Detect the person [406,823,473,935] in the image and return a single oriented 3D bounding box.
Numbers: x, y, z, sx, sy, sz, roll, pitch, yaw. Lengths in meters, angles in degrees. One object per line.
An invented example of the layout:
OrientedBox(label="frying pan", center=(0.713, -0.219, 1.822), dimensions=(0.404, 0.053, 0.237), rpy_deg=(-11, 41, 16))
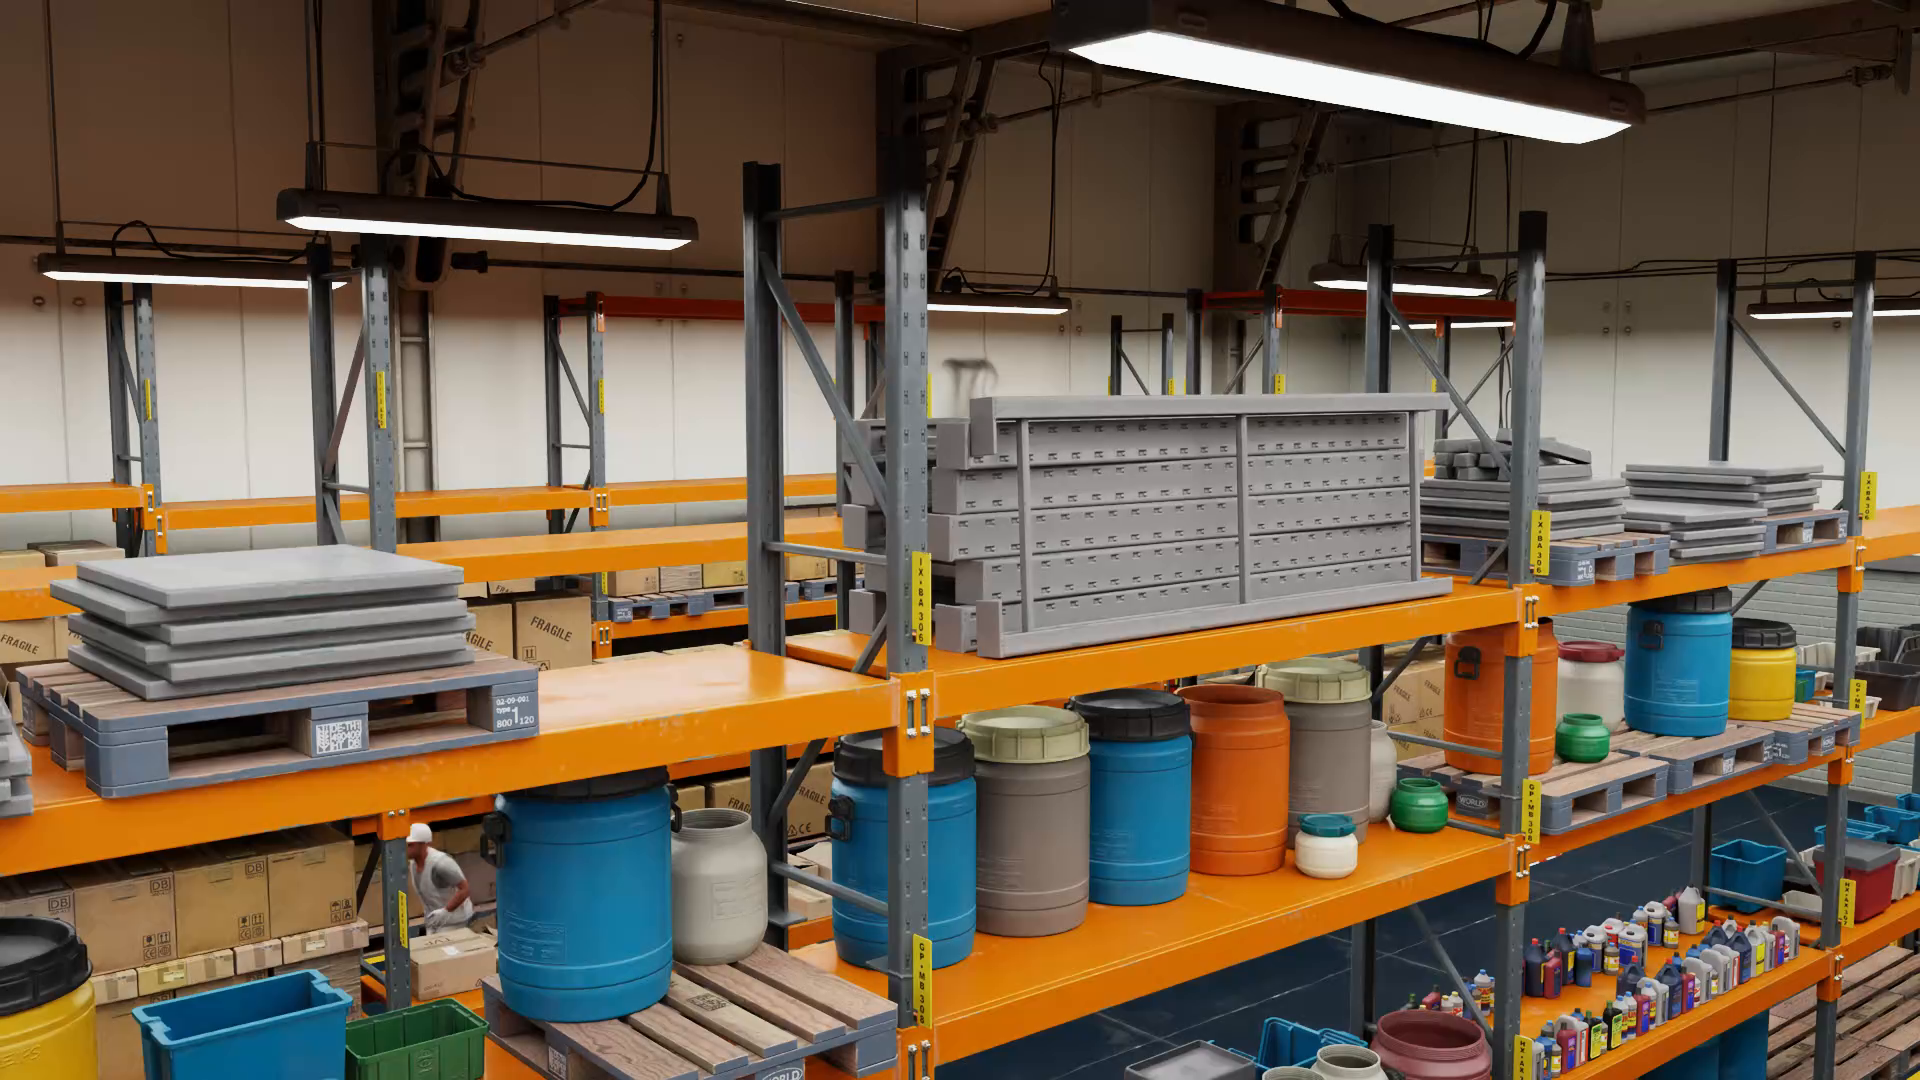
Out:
OrientedBox(label="person", center=(-4.065, 3.055, 13.321), dimensions=(0.658, 1.722, 0.905), rpy_deg=(4, 7, 37))
